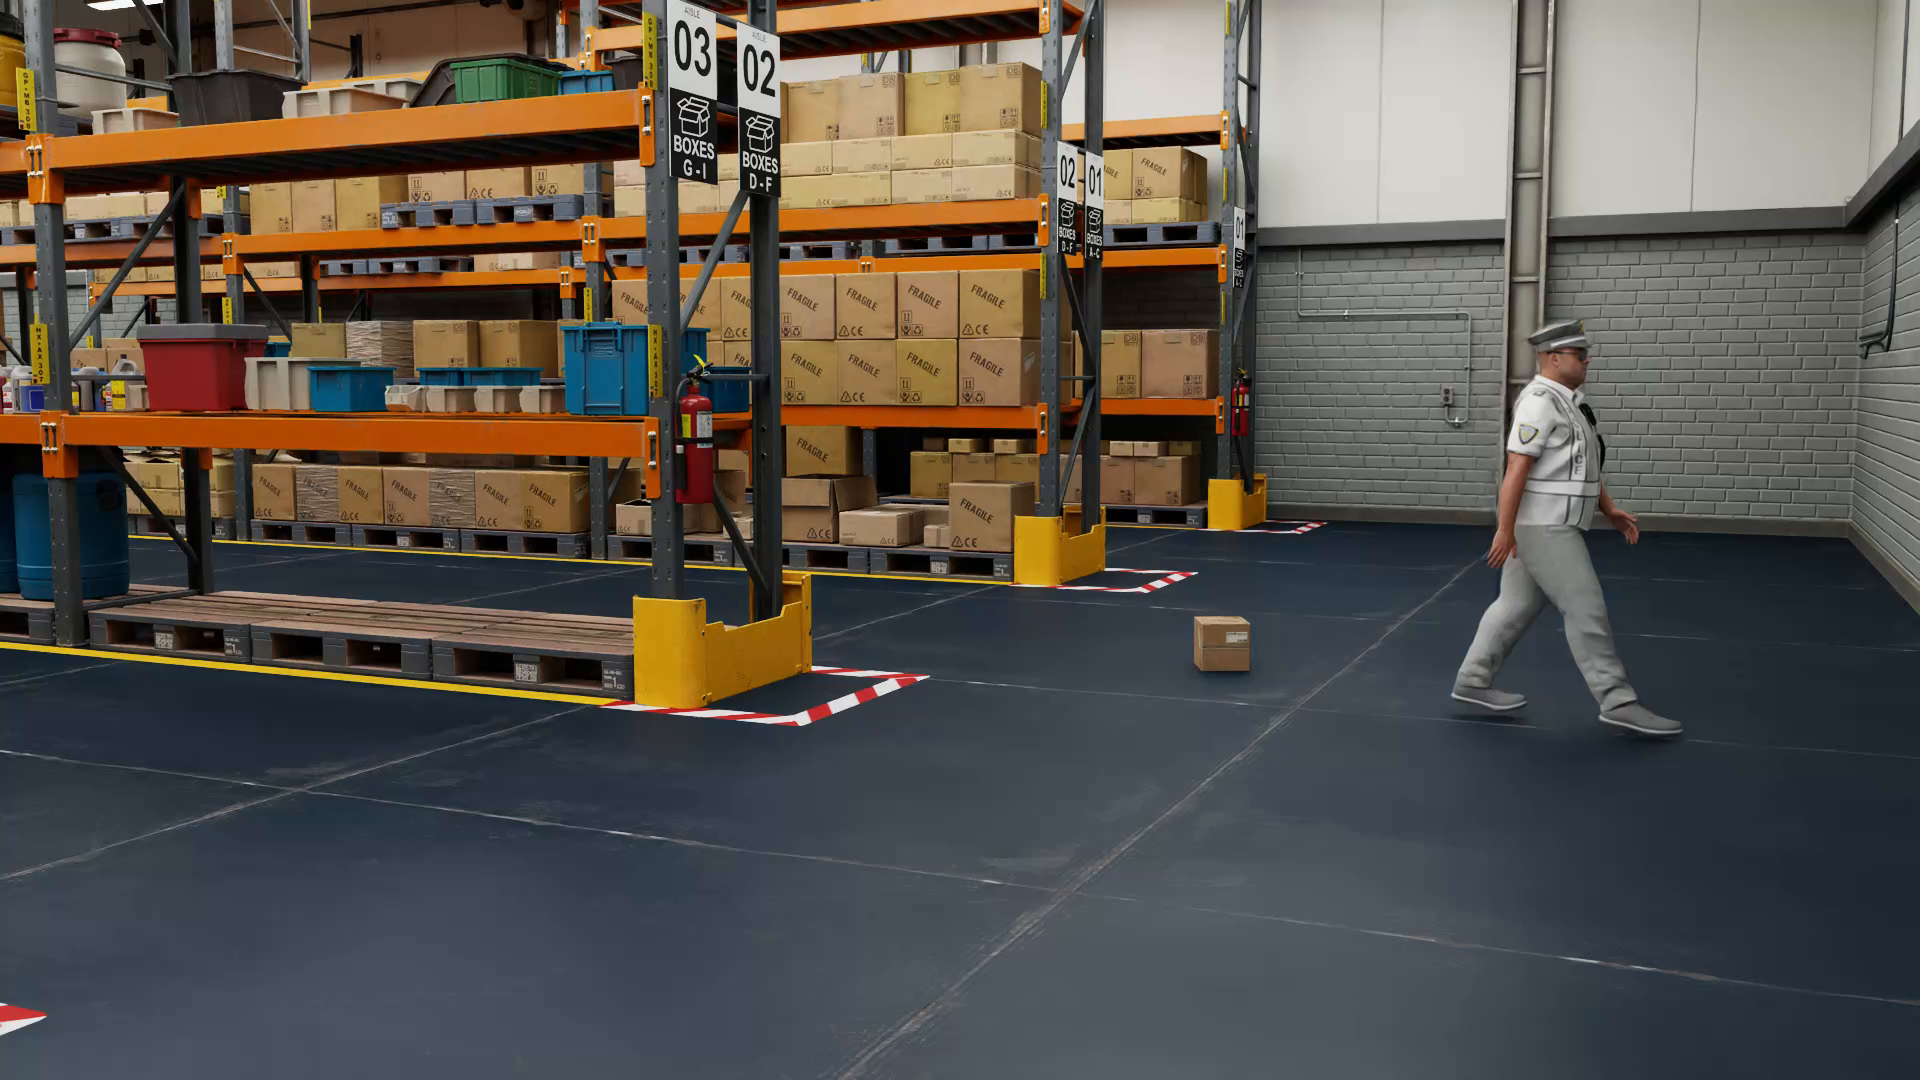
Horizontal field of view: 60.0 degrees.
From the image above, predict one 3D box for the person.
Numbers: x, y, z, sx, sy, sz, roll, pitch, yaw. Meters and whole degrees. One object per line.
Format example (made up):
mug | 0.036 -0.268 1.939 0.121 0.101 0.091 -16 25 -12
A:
person | 2.609 -0.080 7.120 0.970 1.726 0.570 3 6 26
